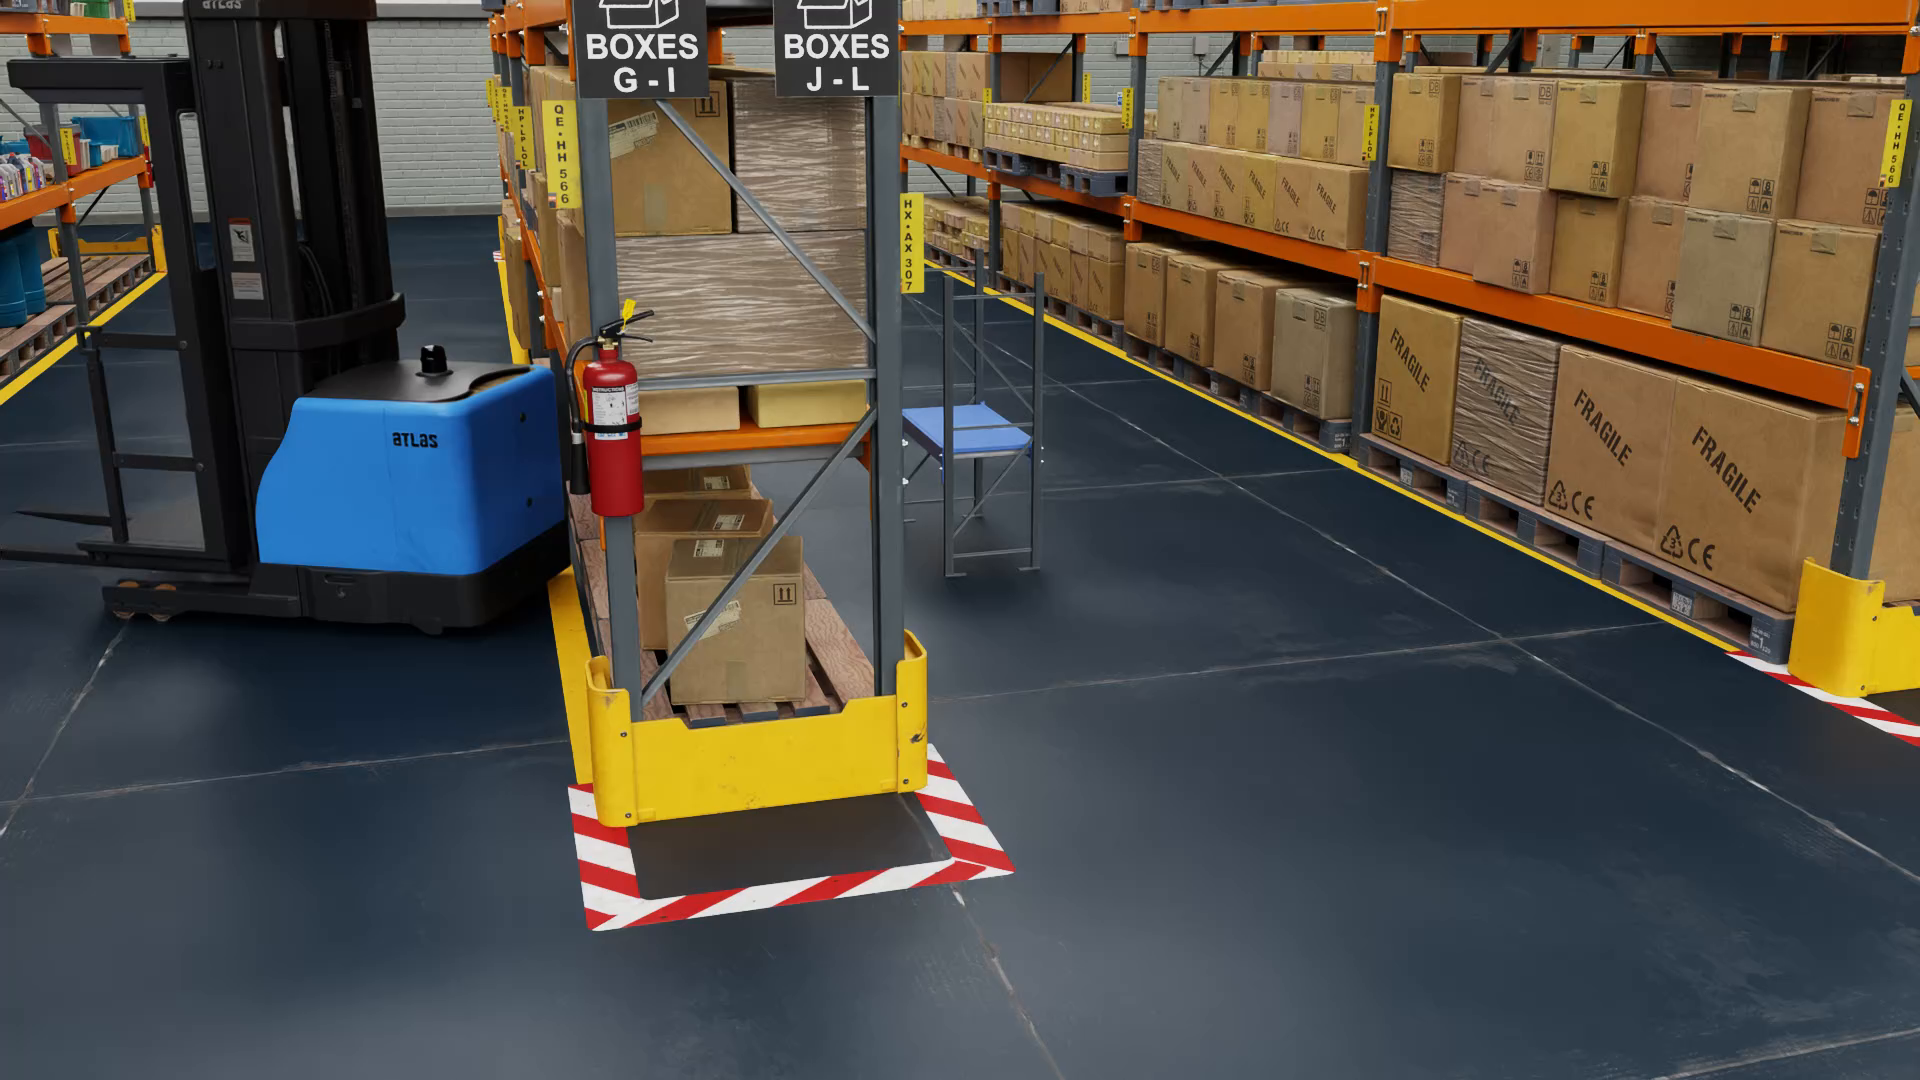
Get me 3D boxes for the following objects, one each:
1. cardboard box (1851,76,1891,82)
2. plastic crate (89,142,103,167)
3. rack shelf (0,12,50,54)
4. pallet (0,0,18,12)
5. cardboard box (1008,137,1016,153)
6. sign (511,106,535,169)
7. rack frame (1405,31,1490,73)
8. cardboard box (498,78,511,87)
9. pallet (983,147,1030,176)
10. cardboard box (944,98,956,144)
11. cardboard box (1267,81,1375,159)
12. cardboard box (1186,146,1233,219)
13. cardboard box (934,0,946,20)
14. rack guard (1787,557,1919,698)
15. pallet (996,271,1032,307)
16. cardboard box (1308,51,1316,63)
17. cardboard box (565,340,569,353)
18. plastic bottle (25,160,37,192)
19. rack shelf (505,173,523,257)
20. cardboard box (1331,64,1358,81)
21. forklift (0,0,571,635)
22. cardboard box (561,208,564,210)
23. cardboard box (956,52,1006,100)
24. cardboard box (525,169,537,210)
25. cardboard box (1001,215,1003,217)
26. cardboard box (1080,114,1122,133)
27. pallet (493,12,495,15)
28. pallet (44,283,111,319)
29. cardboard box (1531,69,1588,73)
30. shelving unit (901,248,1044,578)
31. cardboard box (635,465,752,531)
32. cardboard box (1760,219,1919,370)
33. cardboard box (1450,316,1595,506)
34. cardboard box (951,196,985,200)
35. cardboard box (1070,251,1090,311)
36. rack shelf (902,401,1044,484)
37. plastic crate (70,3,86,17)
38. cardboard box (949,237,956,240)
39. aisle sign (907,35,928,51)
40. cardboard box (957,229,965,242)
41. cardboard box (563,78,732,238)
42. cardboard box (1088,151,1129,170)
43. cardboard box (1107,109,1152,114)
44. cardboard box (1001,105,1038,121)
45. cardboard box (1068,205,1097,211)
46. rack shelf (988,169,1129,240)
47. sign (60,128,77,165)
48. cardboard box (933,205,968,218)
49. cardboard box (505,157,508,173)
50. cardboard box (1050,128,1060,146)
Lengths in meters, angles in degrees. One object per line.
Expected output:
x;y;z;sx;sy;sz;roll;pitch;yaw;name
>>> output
7.095;-3.488;12.803;0.380;0.149;0.250;-5;18;-18;cardboard box
-9.039;-3.958;17.100;0.416;0.233;0.300;-5;17;-15;plastic crate
-8.201;-3.989;13.055;1.077;0.370;4.000;-5;17;-15;rack shelf
-8.127;-4.274;13.081;1.003;0.211;1.213;-5;17;-15;pallet
0.689;-3.927;16.517;0.380;0.149;0.250;-5;17;-15;cardboard box
-2.322;-2.139;8.846;0.100;0.325;0.005;-5;17;-15;sign
5.540;-4.626;19.137;1.000;3.000;0.127;-5;17;-15;rack frame
-4.505;-4.517;17.215;0.500;0.500;0.500;-5;17;-15;cardboard box
0.879;-3.892;17.027;1.003;0.211;1.213;-5;17;-15;pallet
0.127;-4.790;18.992;0.500;0.500;0.500;-5;17;-16;cardboard box
2.583;-2.939;11.610;0.700;0.500;0.500;-5;17;-15;cardboard box
2.052;-2.722;12.627;0.500;0.500;0.500;-5;17;-15;cardboard box
0.013;-6.102;19.099;0.500;0.250;0.500;-5;17;-16;cardboard box
4.113;0.317;7.028;1.175;0.500;0.348;-5;17;-15;rack guard
1.024;-2.656;17.426;1.003;0.211;1.213;-5;17;-15;pallet
4.615;-6.089;20.971;0.380;0.149;0.250;-5;17;-15;cardboard box
-1.481;-0.872;7.076;0.380;0.149;0.250;-5;17;-15;cardboard box
-8.231;-3.207;14.629;0.152;0.276;0.135;-5;17;-15;plastic bottle
-3.439;-2.944;14.791;1.077;0.370;4.000;-5;17;-15;rack shelf
4.864;-5.542;20.276;0.500;0.500;0.500;-4;17;-15;cardboard box
-3.509;-1.175;7.768;3.031;2.935;1.130;3;17;11;forklift
-1.164;-1.138;6.836;0.875;0.500;0.500;-5;17;-15;cardboard box
0.272;-5.127;18.376;0.500;0.500;0.500;-5;18;-17;cardboard box
-2.650;-2.383;11.203;0.500;0.250;0.500;-5;17;-17;cardboard box
0.684;-3.656;19.100;0.380;0.149;0.250;-5;17;-17;cardboard box
1.265;-3.635;14.510;0.380;0.149;0.250;-5;17;-16;cardboard box
-4.535;-5.800;17.987;1.003;0.211;1.213;-5;17;-15;pallet
-8.990;-2.315;16.293;1.003;0.211;1.213;-5;17;-15;pallet
5.967;-4.447;16.632;0.500;0.500;0.500;-5;17;-15;cardboard box
0.023;-0.695;8.658;0.538;1.500;1.048;-5;17;-15;shelving unit
-1.197;-0.038;7.480;0.500;0.500;0.500;-3;17;-10;cardboard box
3.961;-1.058;6.999;0.875;0.550;0.550;-5;17;-15;cardboard box
3.364;-0.748;9.193;0.875;0.875;0.875;-5;17;-15;cardboard box
0.098;-4.307;21.268;0.380;0.149;0.250;-4;17;-15;cardboard box
1.336;-2.409;15.373;0.500;0.500;0.500;-4;17;-13;cardboard box
0.023;-0.522;8.709;0.538;0.185;1.000;-5;17;-15;rack shelf
-9.043;-5.315;16.677;0.437;0.136;0.530;-5;17;-15;plastic crate
0.082;-3.487;19.573;0.380;0.149;0.250;-4;17;-14;cardboard box
-0.599;-6.554;21.039;0.394;0.787;0.004;-5;17;-15;aisle sign
0.176;-3.539;19.229;0.380;0.149;0.250;-4;17;-14;cardboard box
-1.079;-1.325;5.719;0.500;0.500;0.500;-5;17;-15;cardboard box
1.330;-3.281;14.367;0.380;0.149;0.250;-4;17;-14;cardboard box
1.604;-3.972;15.634;0.380;0.149;0.250;-4;17;-14;cardboard box
0.625;-4.279;16.656;0.380;0.149;0.250;-5;17;-15;cardboard box
1.385;-3.240;16.836;0.500;0.250;0.500;-4;17;-13;cardboard box
1.358;-3.309;16.003;1.077;0.370;4.000;-5;17;-15;rack shelf
-8.221;-3.626;15.328;0.100;0.325;0.005;-5;17;-15;sign
-0.121;-3.976;20.164;0.380;0.149;0.250;-4;17;-13;cardboard box
-4.387;-3.780;16.759;0.380;0.149;0.250;-5;17;-15;cardboard box
1.050;-3.708;15.273;0.380;0.149;0.250;-5;17;-16;cardboard box
